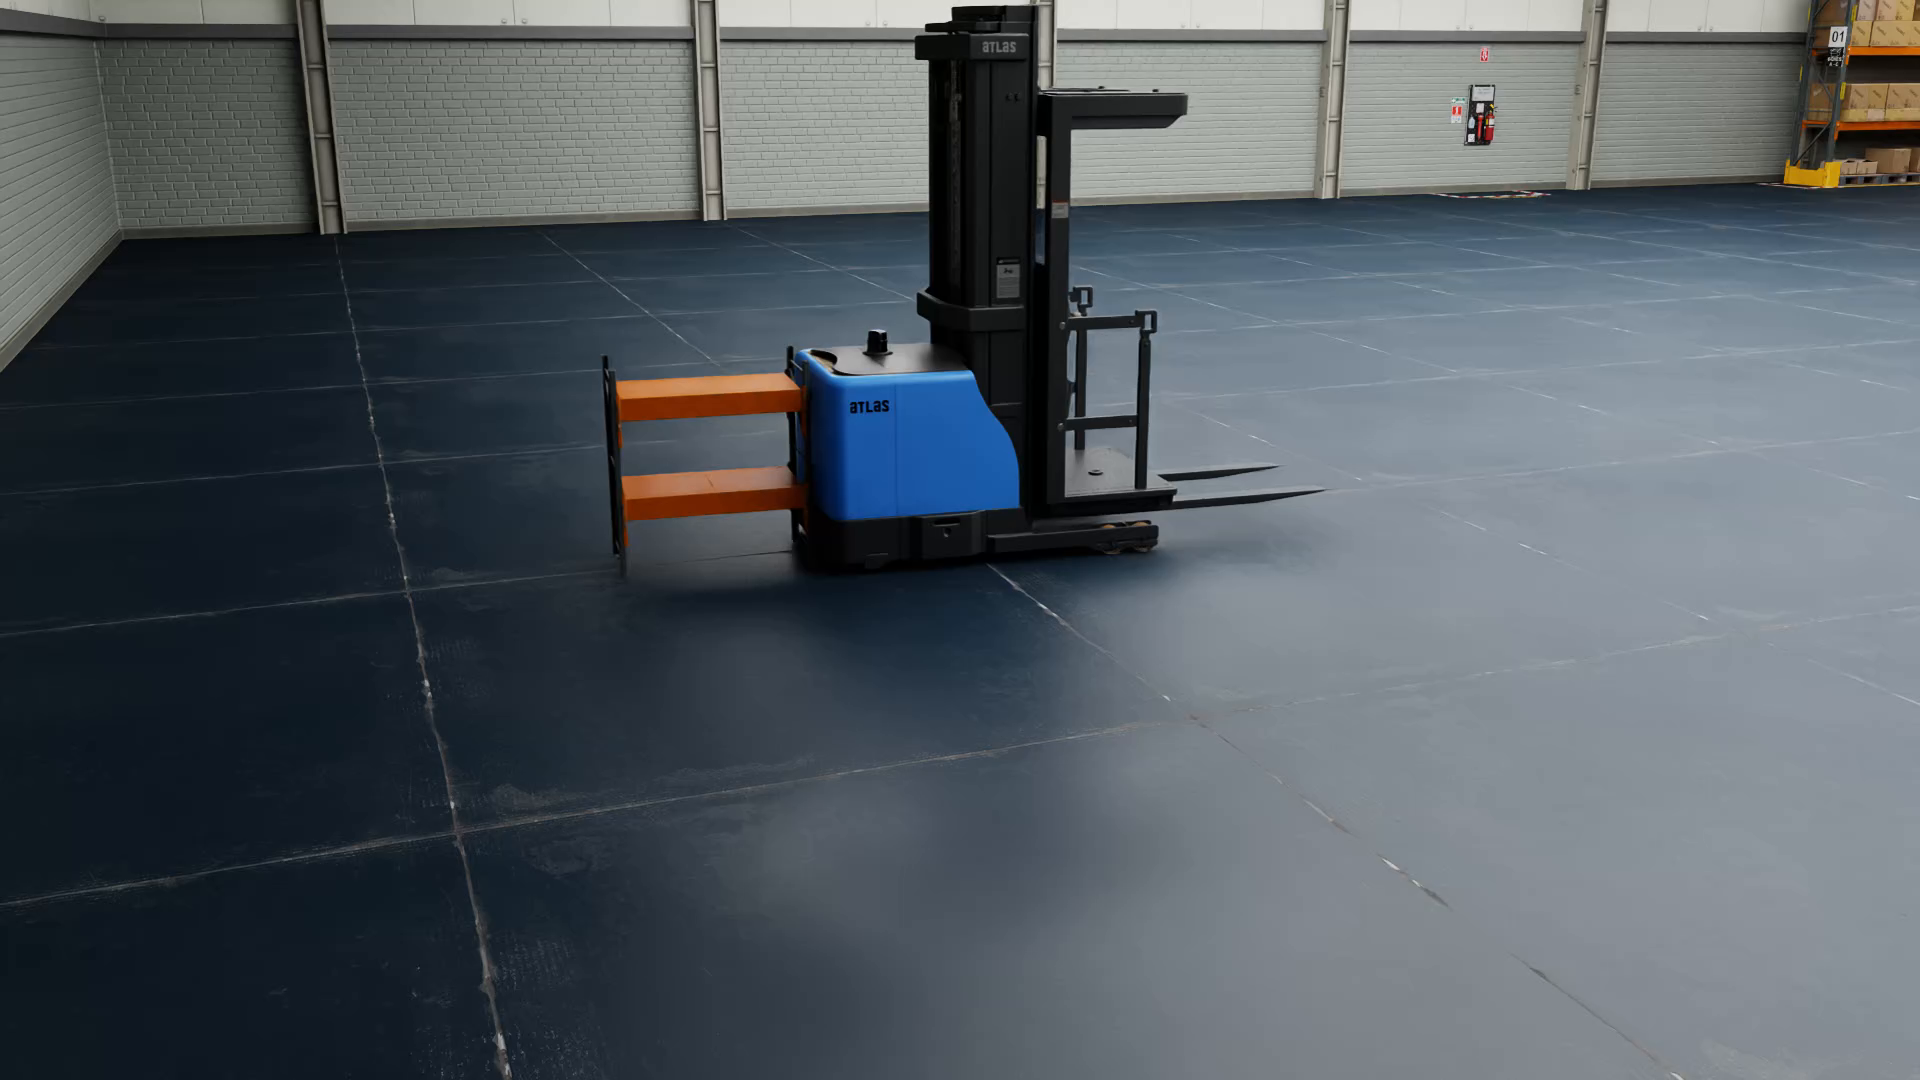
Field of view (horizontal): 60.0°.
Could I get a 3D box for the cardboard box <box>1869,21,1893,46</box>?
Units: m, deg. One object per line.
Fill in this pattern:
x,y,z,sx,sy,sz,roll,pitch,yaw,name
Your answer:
18.838,-10.455,34.341,0.500,0.500,0.500,-5,17,-16,cardboard box

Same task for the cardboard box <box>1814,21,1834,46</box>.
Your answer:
18.222,-10.551,34.668,0.500,0.500,0.500,-5,17,-16,cardboard box

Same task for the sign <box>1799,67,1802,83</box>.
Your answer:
17.743,-9.801,35.034,0.005,0.325,0.100,-6,17,-20,sign

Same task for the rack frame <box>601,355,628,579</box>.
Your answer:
-1.862,-0.399,8.962,0.032,1.125,0.500,-5,17,-16,rack frame

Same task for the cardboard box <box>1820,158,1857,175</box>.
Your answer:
18.601,-7.913,35.211,0.500,0.311,0.500,-8,18,-26,cardboard box

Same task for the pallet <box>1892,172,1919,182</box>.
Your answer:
21.043,-7.934,36.241,1.213,0.211,1.003,-6,17,-20,pallet

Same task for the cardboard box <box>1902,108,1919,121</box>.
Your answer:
19.922,-9.005,35.171,0.500,0.250,0.500,-6,17,-20,cardboard box

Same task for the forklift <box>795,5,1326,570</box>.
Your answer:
0.617,-1.461,9.373,3.031,2.935,1.130,-5,17,-16,forklift

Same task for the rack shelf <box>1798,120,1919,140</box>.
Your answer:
19.790,-8.802,35.526,4.000,0.370,1.077,-6,17,-20,rack shelf

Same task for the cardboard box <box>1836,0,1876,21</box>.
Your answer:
18.369,-10.897,34.072,0.500,0.500,0.500,-8,18,-24,cardboard box

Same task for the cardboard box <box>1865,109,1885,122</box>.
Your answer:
18.972,-8.905,34.830,0.500,0.250,0.500,-7,18,-22,cardboard box

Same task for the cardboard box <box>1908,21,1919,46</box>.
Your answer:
19.815,-10.568,34.726,0.500,0.500,0.500,-5,17,-17,cardboard box

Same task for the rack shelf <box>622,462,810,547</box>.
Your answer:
-1.374,-0.205,9.167,1.000,0.278,0.538,-5,17,-16,rack shelf

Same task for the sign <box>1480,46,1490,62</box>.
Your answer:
10.299,-9.537,32.639,0.199,0.298,0.001,-6,17,-20,sign

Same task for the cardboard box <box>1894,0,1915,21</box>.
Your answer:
19.330,-10.989,34.385,0.500,0.500,0.500,-6,17,-19,cardboard box

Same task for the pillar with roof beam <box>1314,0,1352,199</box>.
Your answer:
8.602,-9.780,26.931,0.400,9.000,9.100,-6,17,-20,pillar with roof beam

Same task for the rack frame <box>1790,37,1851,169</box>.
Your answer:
17.923,-8.946,34.738,0.127,3.000,1.000,-6,17,-20,rack frame

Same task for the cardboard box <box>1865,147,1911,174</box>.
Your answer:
19.836,-8.122,35.587,0.500,0.500,0.700,-7,18,-24,cardboard box

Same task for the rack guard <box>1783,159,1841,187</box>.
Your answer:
17.993,-7.754,35.116,0.348,0.500,1.175,-6,17,-20,rack guard

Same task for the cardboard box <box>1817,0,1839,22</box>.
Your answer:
18.232,-11.035,34.539,0.500,0.500,0.500,-5,17,-18,cardboard box

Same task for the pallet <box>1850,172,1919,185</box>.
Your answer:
19.902,-7.810,35.819,1.213,0.211,1.003,-6,17,-20,pallet

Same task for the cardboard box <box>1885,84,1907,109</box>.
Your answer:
19.426,-9.310,34.877,0.500,0.500,0.500,-7,18,-22,cardboard box

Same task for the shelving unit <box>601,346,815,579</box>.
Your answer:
-1.374,-0.439,9.098,1.048,1.125,0.538,-5,17,-16,shelving unit

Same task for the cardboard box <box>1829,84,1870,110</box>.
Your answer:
18.476,-9.212,34.545,0.500,0.500,0.500,-6,17,-20,cardboard box

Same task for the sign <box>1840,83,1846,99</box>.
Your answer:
18.117,-9.218,34.129,0.005,0.325,0.100,-6,17,-20,sign

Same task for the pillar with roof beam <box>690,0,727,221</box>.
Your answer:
-2.604,-8.570,22.811,0.400,9.000,9.100,-6,17,-20,pillar with roof beam

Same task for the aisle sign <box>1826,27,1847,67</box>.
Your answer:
17.963,-10.107,34.078,0.004,0.787,0.394,-6,17,-20,aisle sign

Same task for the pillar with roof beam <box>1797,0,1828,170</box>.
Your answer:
19.807,-10.990,31.051,0.400,9.000,9.100,-6,17,-20,pillar with roof beam
